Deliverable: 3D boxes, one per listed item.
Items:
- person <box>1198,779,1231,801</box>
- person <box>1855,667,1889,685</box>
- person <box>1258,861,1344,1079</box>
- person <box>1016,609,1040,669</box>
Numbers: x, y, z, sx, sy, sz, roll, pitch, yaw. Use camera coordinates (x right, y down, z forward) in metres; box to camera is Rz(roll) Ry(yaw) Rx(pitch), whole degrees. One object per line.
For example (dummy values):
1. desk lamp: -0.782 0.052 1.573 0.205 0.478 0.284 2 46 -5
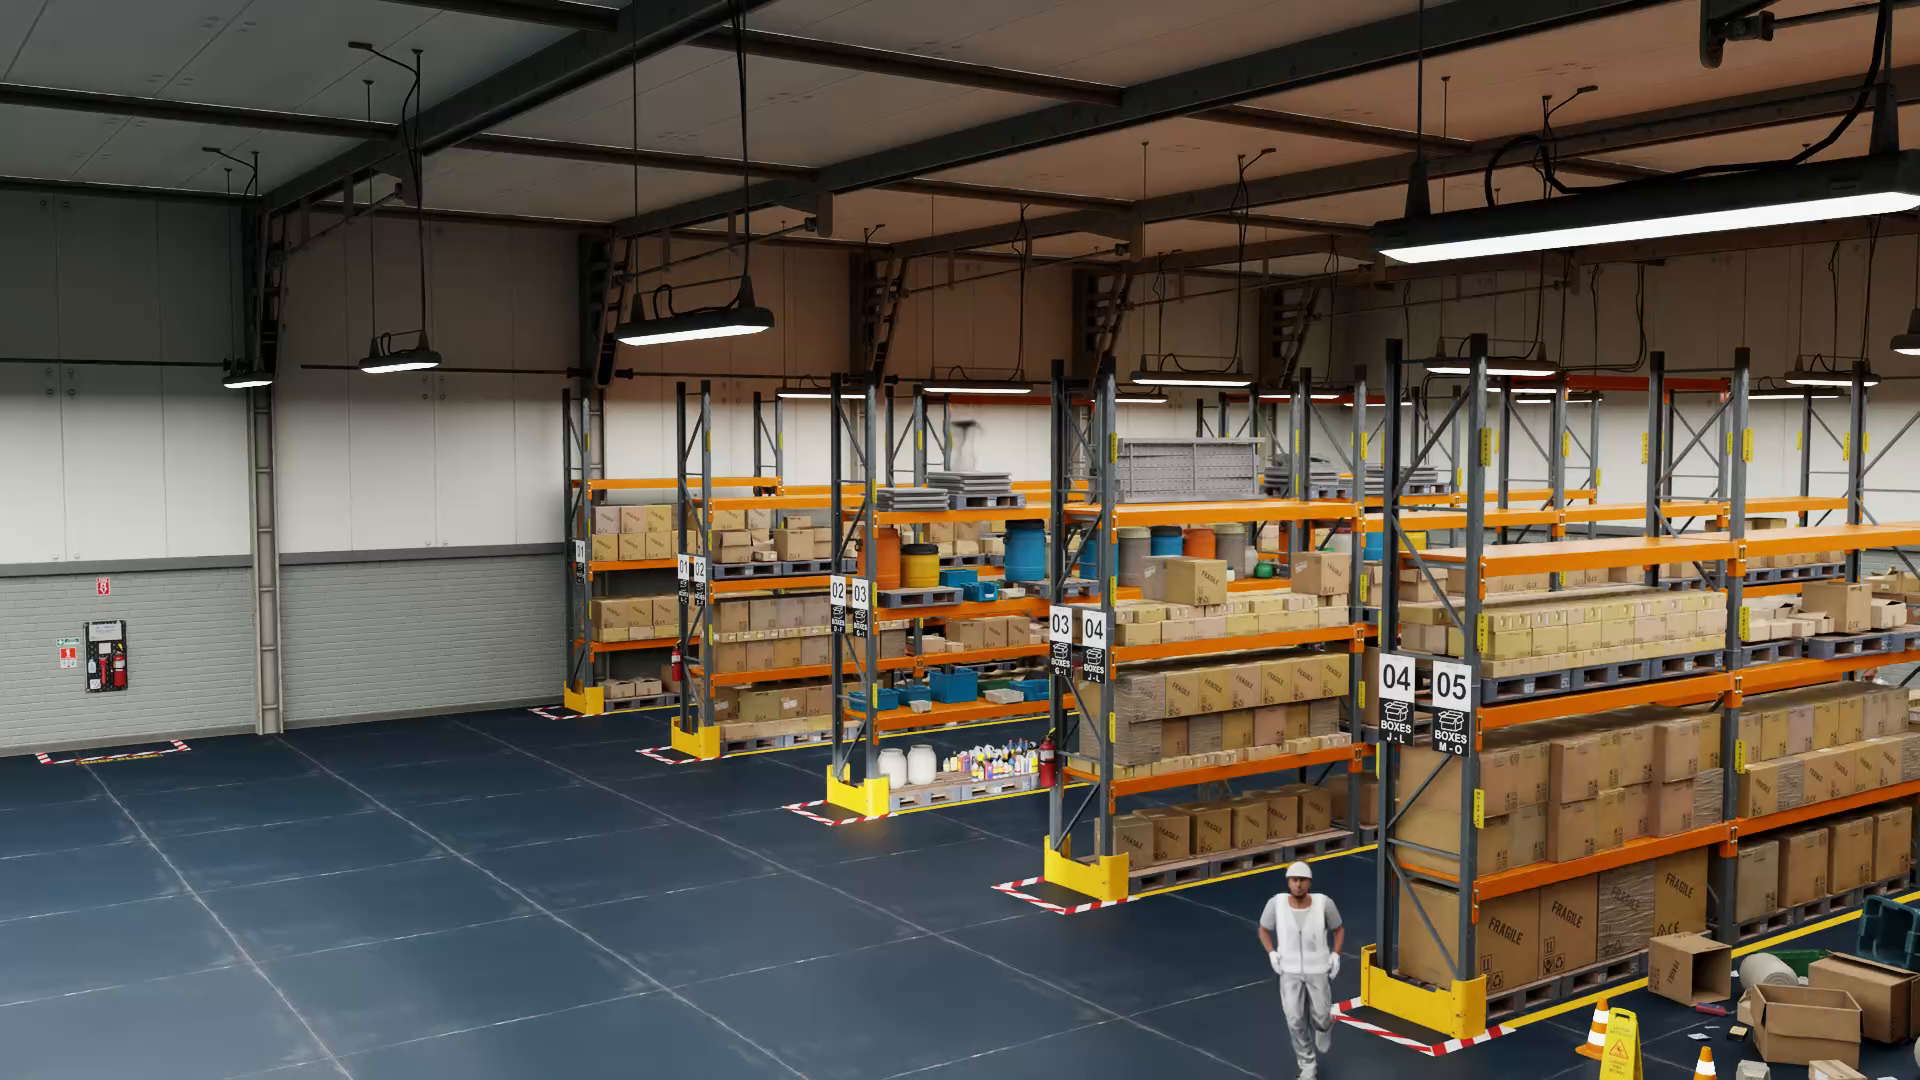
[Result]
1. person: 3.458 2.853 22.877 0.876 1.779 0.688 -4 5 -44
2. person: 13.758 2.688 25.098 0.849 1.771 0.670 -3 5 -41
3. person: 2.743 3.436 13.405 0.681 1.725 0.624 1 4 13
4. person: 1.373 2.149 33.017 0.962 1.784 0.716 -3 5 -37
